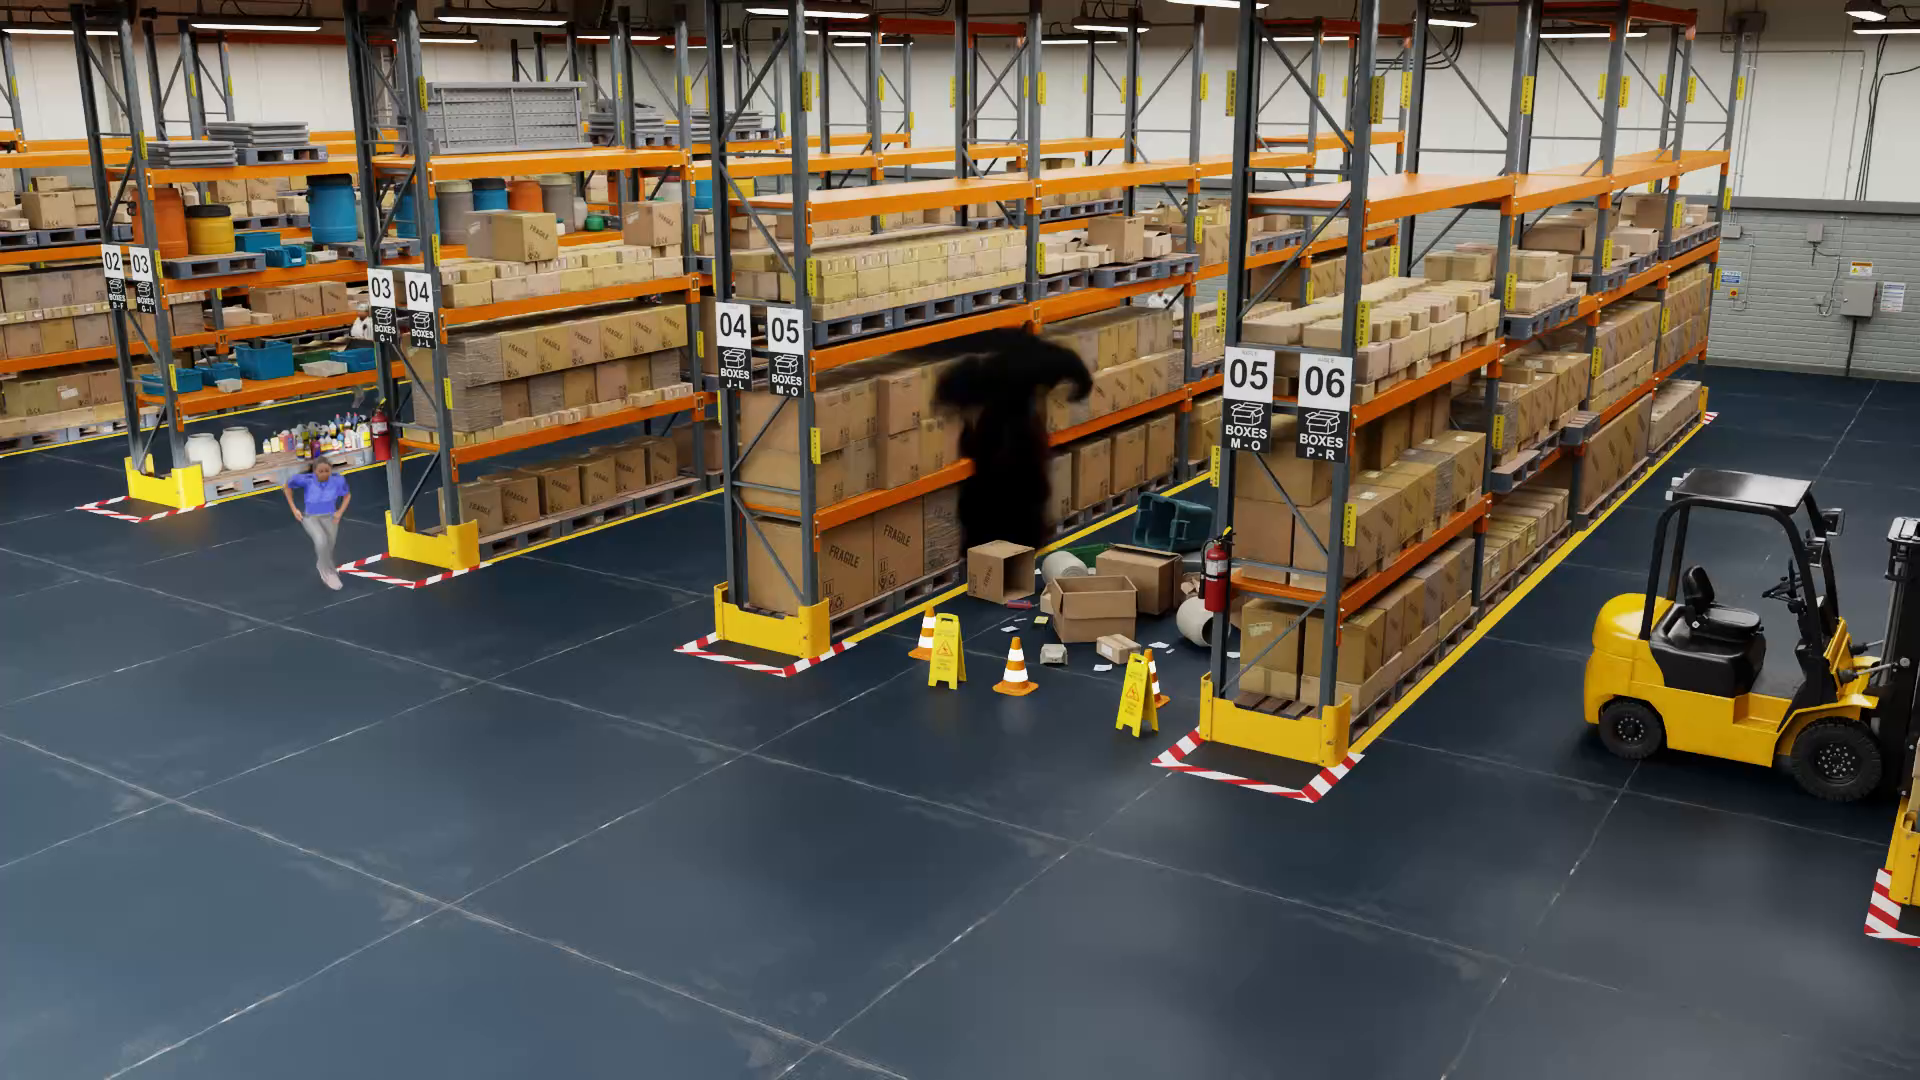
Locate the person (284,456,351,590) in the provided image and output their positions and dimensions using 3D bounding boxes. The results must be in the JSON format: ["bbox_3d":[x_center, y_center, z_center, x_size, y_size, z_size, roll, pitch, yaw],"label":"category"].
[{"bbox_3d":[-6.502,-0.196,16.881,0.611,1.487,1.004,-8,17,-26],"label":"person"}]

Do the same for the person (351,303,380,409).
[{"bbox_3d":[-9.532,-2.981,26.866,0.609,1.712,0.697,6,16,19],"label":"person"}]

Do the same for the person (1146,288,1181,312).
[{"bbox_3d":[3.594,-3.806,29.771,0.572,1.736,0.813,8,18,28],"label":"person"}]
